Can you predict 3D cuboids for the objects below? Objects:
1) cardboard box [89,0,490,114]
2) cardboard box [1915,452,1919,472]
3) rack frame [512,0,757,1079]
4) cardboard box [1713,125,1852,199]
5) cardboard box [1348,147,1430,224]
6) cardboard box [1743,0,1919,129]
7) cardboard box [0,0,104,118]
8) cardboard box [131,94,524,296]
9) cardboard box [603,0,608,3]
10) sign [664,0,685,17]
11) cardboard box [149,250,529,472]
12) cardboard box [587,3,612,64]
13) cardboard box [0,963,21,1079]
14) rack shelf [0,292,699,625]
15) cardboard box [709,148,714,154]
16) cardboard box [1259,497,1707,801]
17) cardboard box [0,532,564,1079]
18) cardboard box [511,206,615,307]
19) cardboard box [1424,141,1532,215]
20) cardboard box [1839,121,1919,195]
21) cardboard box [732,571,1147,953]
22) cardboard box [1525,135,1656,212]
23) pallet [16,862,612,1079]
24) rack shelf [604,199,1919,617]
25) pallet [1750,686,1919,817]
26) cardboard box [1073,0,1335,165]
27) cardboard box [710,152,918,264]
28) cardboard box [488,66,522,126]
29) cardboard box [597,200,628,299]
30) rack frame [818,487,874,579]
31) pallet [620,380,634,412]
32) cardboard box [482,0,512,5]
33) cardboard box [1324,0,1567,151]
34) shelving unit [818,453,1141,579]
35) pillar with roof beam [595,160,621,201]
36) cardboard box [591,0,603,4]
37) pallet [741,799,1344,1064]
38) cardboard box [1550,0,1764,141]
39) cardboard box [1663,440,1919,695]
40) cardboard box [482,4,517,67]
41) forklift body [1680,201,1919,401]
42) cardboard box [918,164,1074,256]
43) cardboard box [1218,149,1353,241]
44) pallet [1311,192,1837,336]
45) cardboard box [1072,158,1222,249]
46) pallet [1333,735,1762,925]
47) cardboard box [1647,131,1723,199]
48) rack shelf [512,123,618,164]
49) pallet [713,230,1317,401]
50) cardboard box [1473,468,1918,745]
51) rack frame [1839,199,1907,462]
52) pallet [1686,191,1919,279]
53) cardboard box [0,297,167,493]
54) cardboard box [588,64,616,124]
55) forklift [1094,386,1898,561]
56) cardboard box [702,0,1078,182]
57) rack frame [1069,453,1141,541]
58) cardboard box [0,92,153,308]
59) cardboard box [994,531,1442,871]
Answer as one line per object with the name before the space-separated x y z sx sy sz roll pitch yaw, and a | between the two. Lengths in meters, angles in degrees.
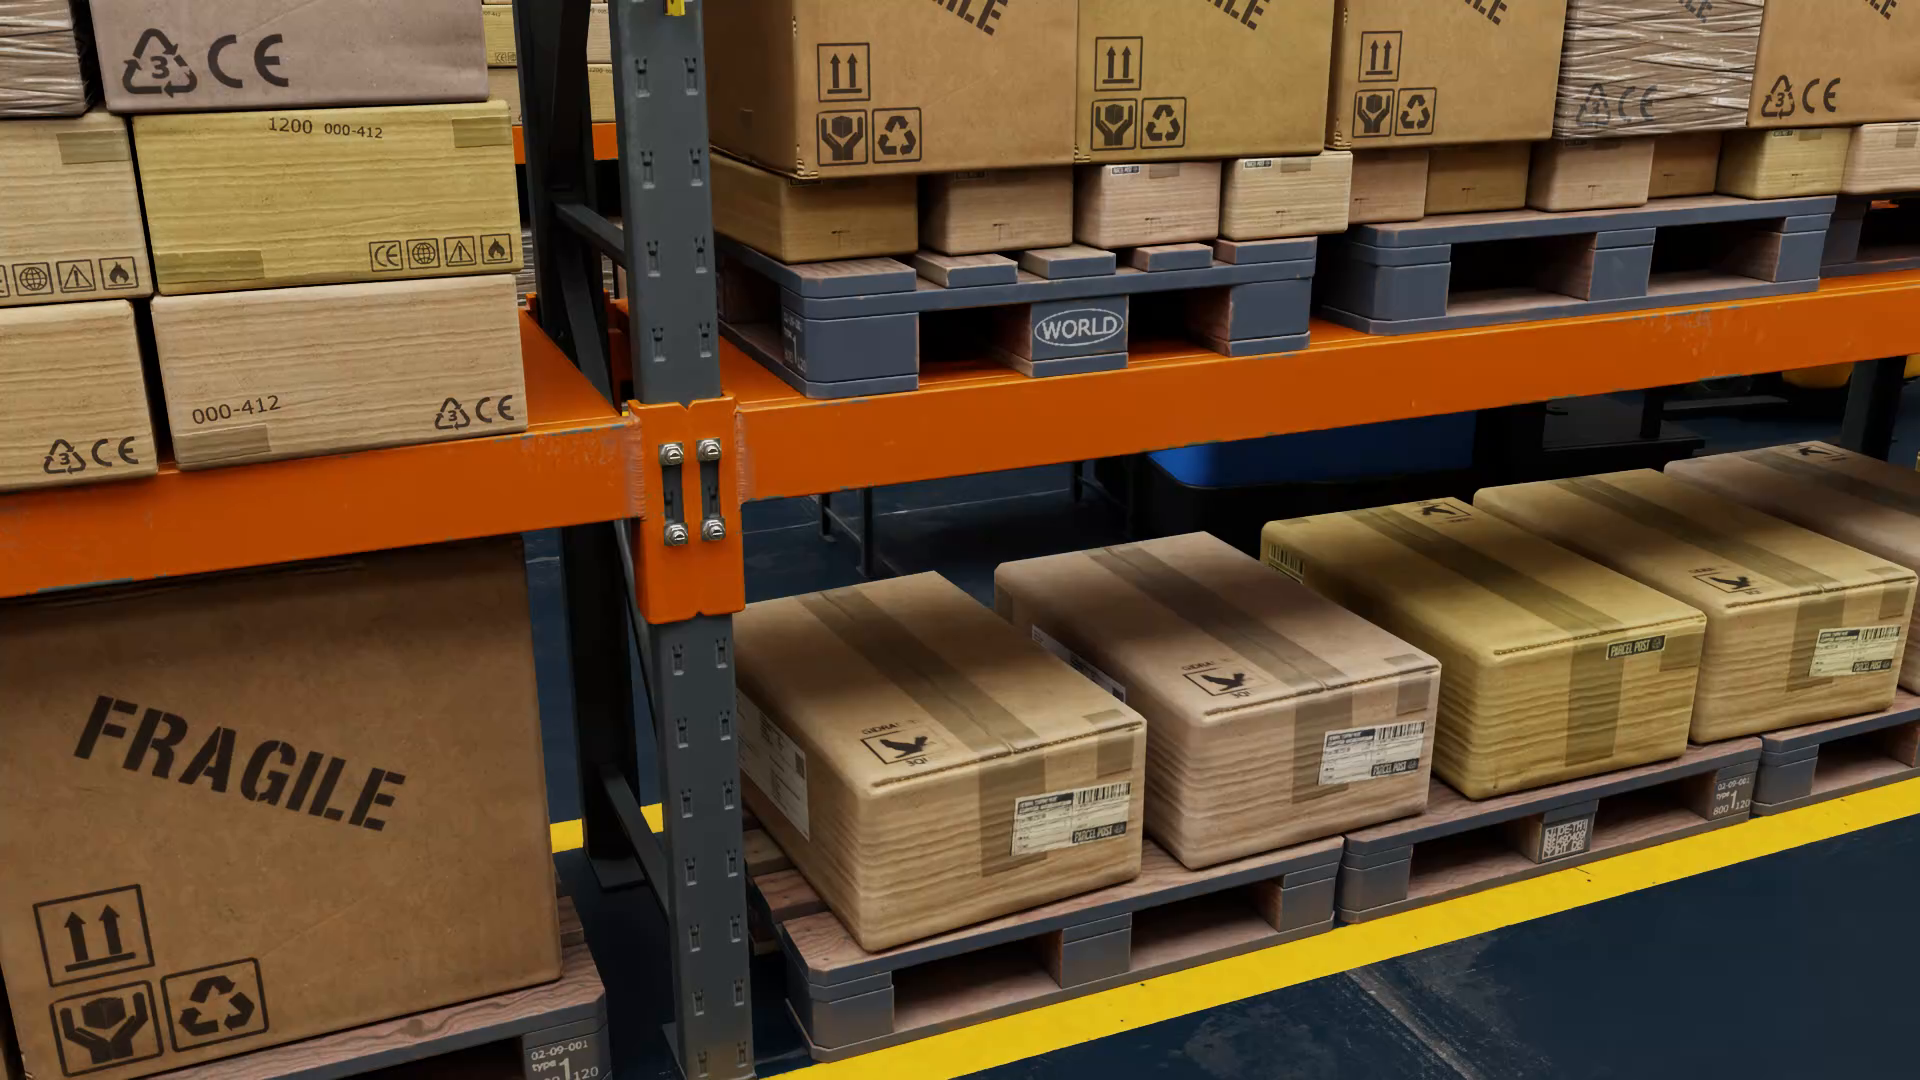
cardboard box | -1.010 -0.911 2.437 0.500 0.500 0.500 -9 21 -23
cardboard box | 3.471 -0.127 5.374 0.500 0.250 0.500 -7 21 -19
rack frame | -0.639 -0.540 3.039 0.127 3.000 1.000 -8 21 -22
cardboard box | 1.729 -0.864 3.706 0.250 0.149 0.380 -8 21 -22
cardboard box | 0.727 -0.740 3.353 0.250 0.149 0.380 -7 21 -19
cardboard box | 1.770 -1.189 3.653 0.500 0.500 0.500 -7 21 -20
cardboard box | -1.477 -0.841 2.238 0.500 0.500 0.500 -8 21 -21
cardboard box | -0.983 -0.564 2.580 0.500 0.250 0.500 -8 21 -22
cardboard box | -1.493 -2.474 7.404 0.250 0.149 0.380 -8 21 -21
sign | -0.416 -0.917 2.367 0.005 0.325 0.100 -8 21 -22
cardboard box | -1.000 -0.324 2.650 0.500 0.250 0.500 -9 21 -24
cardboard box | -1.644 -2.268 7.419 0.500 0.250 0.500 -7 21 -20
cardboard box | -2.126 0.446 2.807 0.875 0.875 0.875 -8 21 -21
rack shelf | -2.475 0.062 2.411 4.000 0.370 1.077 -8 21 -22
cardboard box | -0.431 -0.734 3.337 0.250 0.149 0.380 -7 21 -20
cardboard box | 1.257 0.233 4.169 0.625 0.372 0.950 -7 21 -20
cardboard box | -1.306 0.330 3.136 0.875 0.875 0.875 -8 21 -22
cardboard box | -2.030 -1.209 7.883 0.625 0.625 0.875 -7 21 -20
cardboard box | 0.971 -0.789 3.492 0.250 0.149 0.380 -7 21 -20
cardboard box | 1.967 -0.885 3.765 0.250 0.149 0.380 -8 21 -21
cardboard box | -0.116 0.430 3.608 0.625 0.372 0.950 -10 22 -26
cardboard box | 1.237 -0.803 3.533 0.250 0.149 0.380 -7 21 -20
pallet | -1.392 0.856 3.273 1.213 0.211 1.003 -8 21 -22
rack shelf | 1.198 -0.464 3.906 4.000 0.370 1.077 -8 21 -22
pallet | 2.320 0.352 4.705 1.213 0.211 1.003 -8 21 -22
cardboard box | 0.342 -0.985 3.072 0.500 0.500 0.500 -7 21 -19
cardboard box | -0.266 -0.606 2.972 0.250 0.149 0.380 -9 22 -25
cardboard box | -2.104 -1.966 7.316 0.500 0.250 0.500 -8 21 -22
cardboard box | -1.433 -1.297 8.134 0.625 0.625 0.875 -7 21 -20
rack frame | -0.404 -0.653 5.617 0.032 1.500 0.500 -8 21 -21
pallet | -1.837 -0.834 8.074 1.213 0.211 1.003 -8 21 -22
cardboard box | -1.954 -2.394 7.177 0.250 0.149 0.380 -8 21 -21
cardboard box | 0.827 -1.057 3.276 0.500 0.500 0.500 -8 21 -21
shelving unit | 0.065 -0.718 5.802 1.048 1.500 0.538 -8 21 -21
pillar with roof beam | -0.063 -4.016 3.880 0.400 9.000 9.100 -8 21 -22
cardboard box | -1.728 -2.436 7.295 0.250 0.149 0.380 -8 21 -20
pallet | 0.080 0.673 3.793 1.213 0.211 1.003 -8 21 -22
cardboard box | 1.289 -1.120 3.456 0.500 0.500 0.500 -9 21 -24
cardboard box | 2.554 0.045 4.702 0.625 0.372 0.950 -8 21 -21
cardboard box | -2.094 -2.194 7.211 0.500 0.250 0.500 -8 21 -22
forklift body | 3.719 -1.899 8.178 1.214 2.155 2.313 -8 21 -22
cardboard box | 0.006 -0.633 3.048 0.250 0.149 0.380 -10 22 -25
cardboard box | 0.537 -0.684 3.195 0.250 0.149 0.380 -8 21 -22
pallet | 1.163 -0.722 3.846 1.213 0.211 1.003 -8 21 -22
cardboard box | 0.276 -0.655 3.110 0.250 0.149 0.380 -10 22 -25
pallet | 1.198 0.514 4.245 1.213 0.211 1.003 -8 21 -22
cardboard box | 1.446 -0.861 3.696 0.250 0.149 0.380 -9 21 -24
rack shelf | -0.772 -1.977 8.203 4.000 0.370 1.077 -8 21 -22
pallet | -0.026 -0.576 3.430 1.003 0.211 1.213 -8 21 -22
cardboard box | 1.895 0.141 4.431 0.625 0.372 0.950 -7 21 -19
rack frame | 3.034 -1.066 4.534 0.127 3.000 1.000 -8 21 -22
pallet | 2.275 -0.920 4.406 1.213 0.211 1.003 -8 21 -22
cardboard box | -1.463 -0.252 2.446 0.500 0.250 0.500 -8 21 -21
cardboard box | -1.640 -2.031 7.499 0.500 0.250 0.500 -9 21 -23
forklift | 2.099 -1.546 5.999 3.031 2.935 1.130 -5 20 -13
cardboard box | -0.134 -0.914 2.871 0.500 0.500 0.500 -9 21 -23
rack frame | 0.534 -0.783 5.988 0.032 1.500 0.500 -8 21 -21
cardboard box | -1.452 -0.495 2.385 0.500 0.250 0.500 -9 21 -23
cardboard box | 0.559 0.331 3.891 0.625 0.372 0.950 -9 21 -23
